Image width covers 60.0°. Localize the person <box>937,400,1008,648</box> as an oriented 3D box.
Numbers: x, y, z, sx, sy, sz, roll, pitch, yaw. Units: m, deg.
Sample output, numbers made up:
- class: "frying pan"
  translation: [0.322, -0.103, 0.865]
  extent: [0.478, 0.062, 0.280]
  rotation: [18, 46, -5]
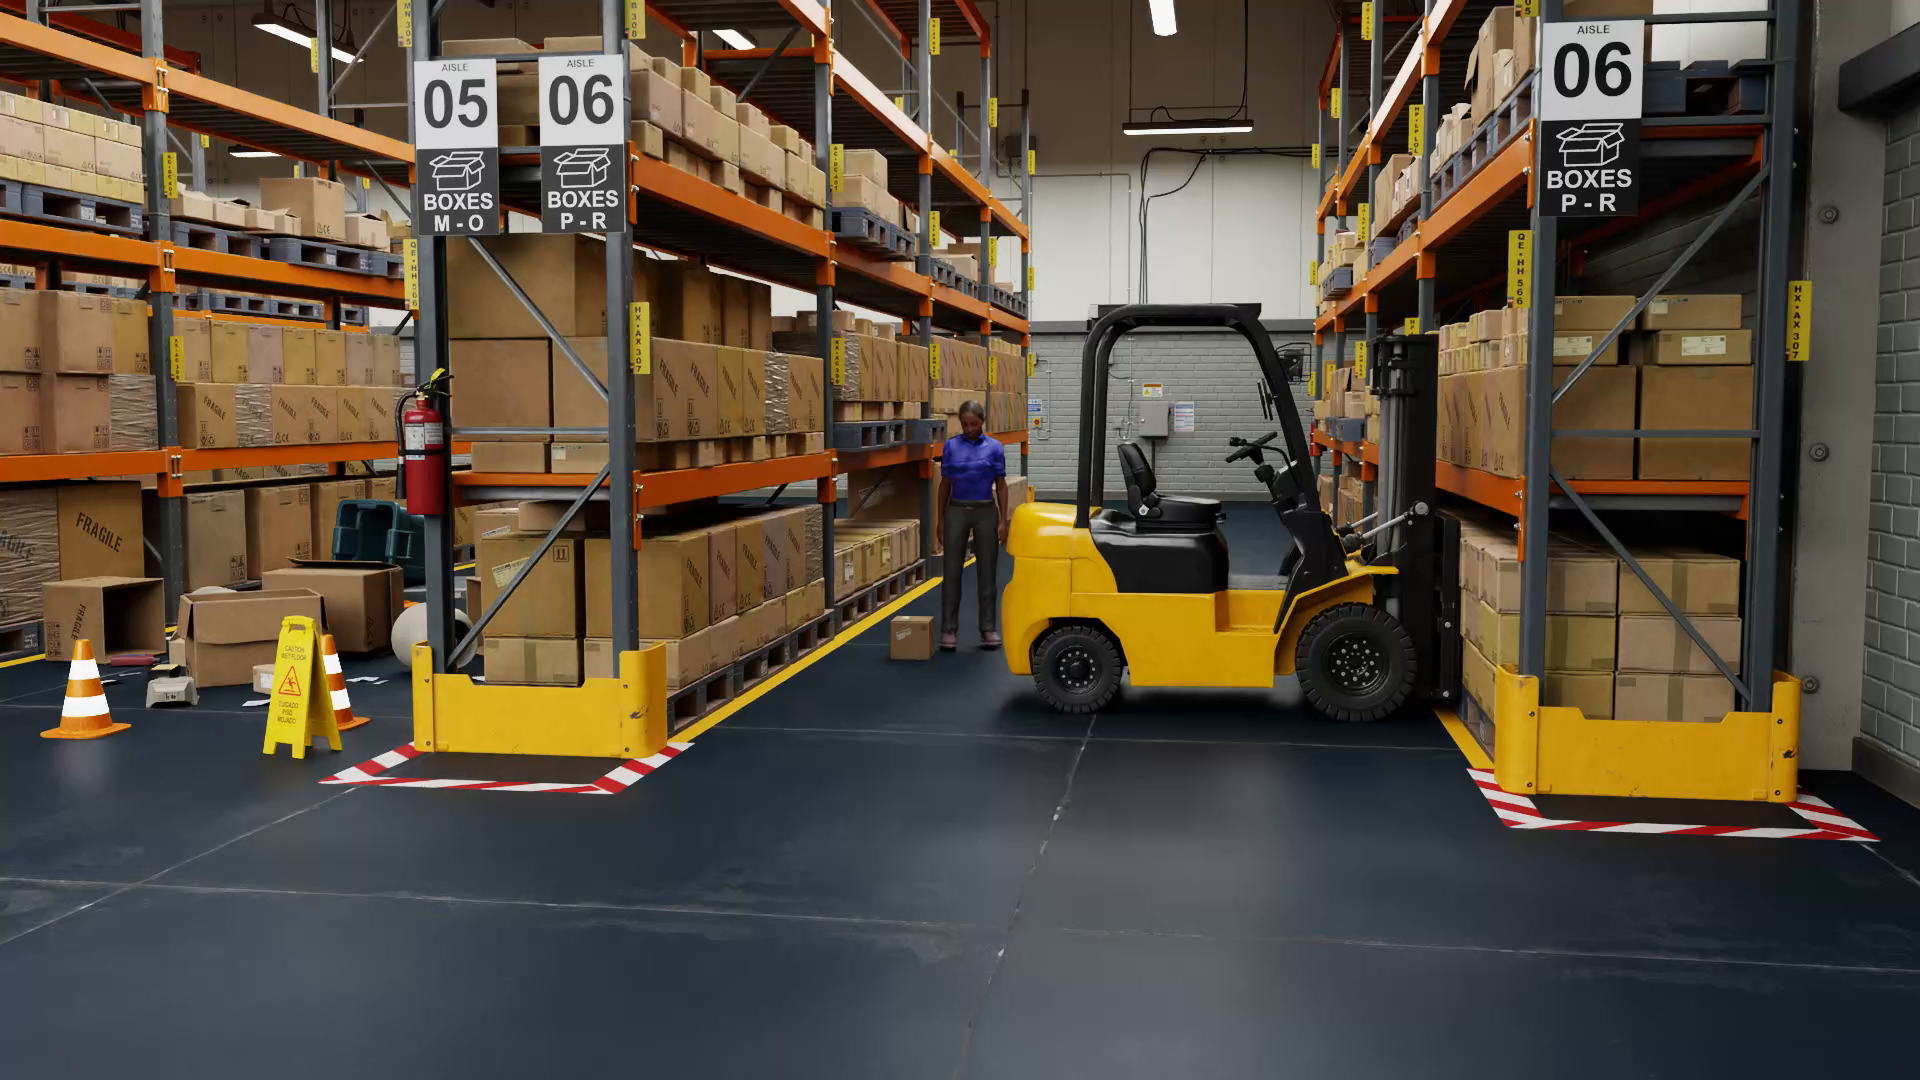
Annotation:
- class: "person"
  translation: [0.081, -0.111, 11.131]
  extent: [0.481, 1.646, 0.382]
  rotation: [0, 5, 1]
